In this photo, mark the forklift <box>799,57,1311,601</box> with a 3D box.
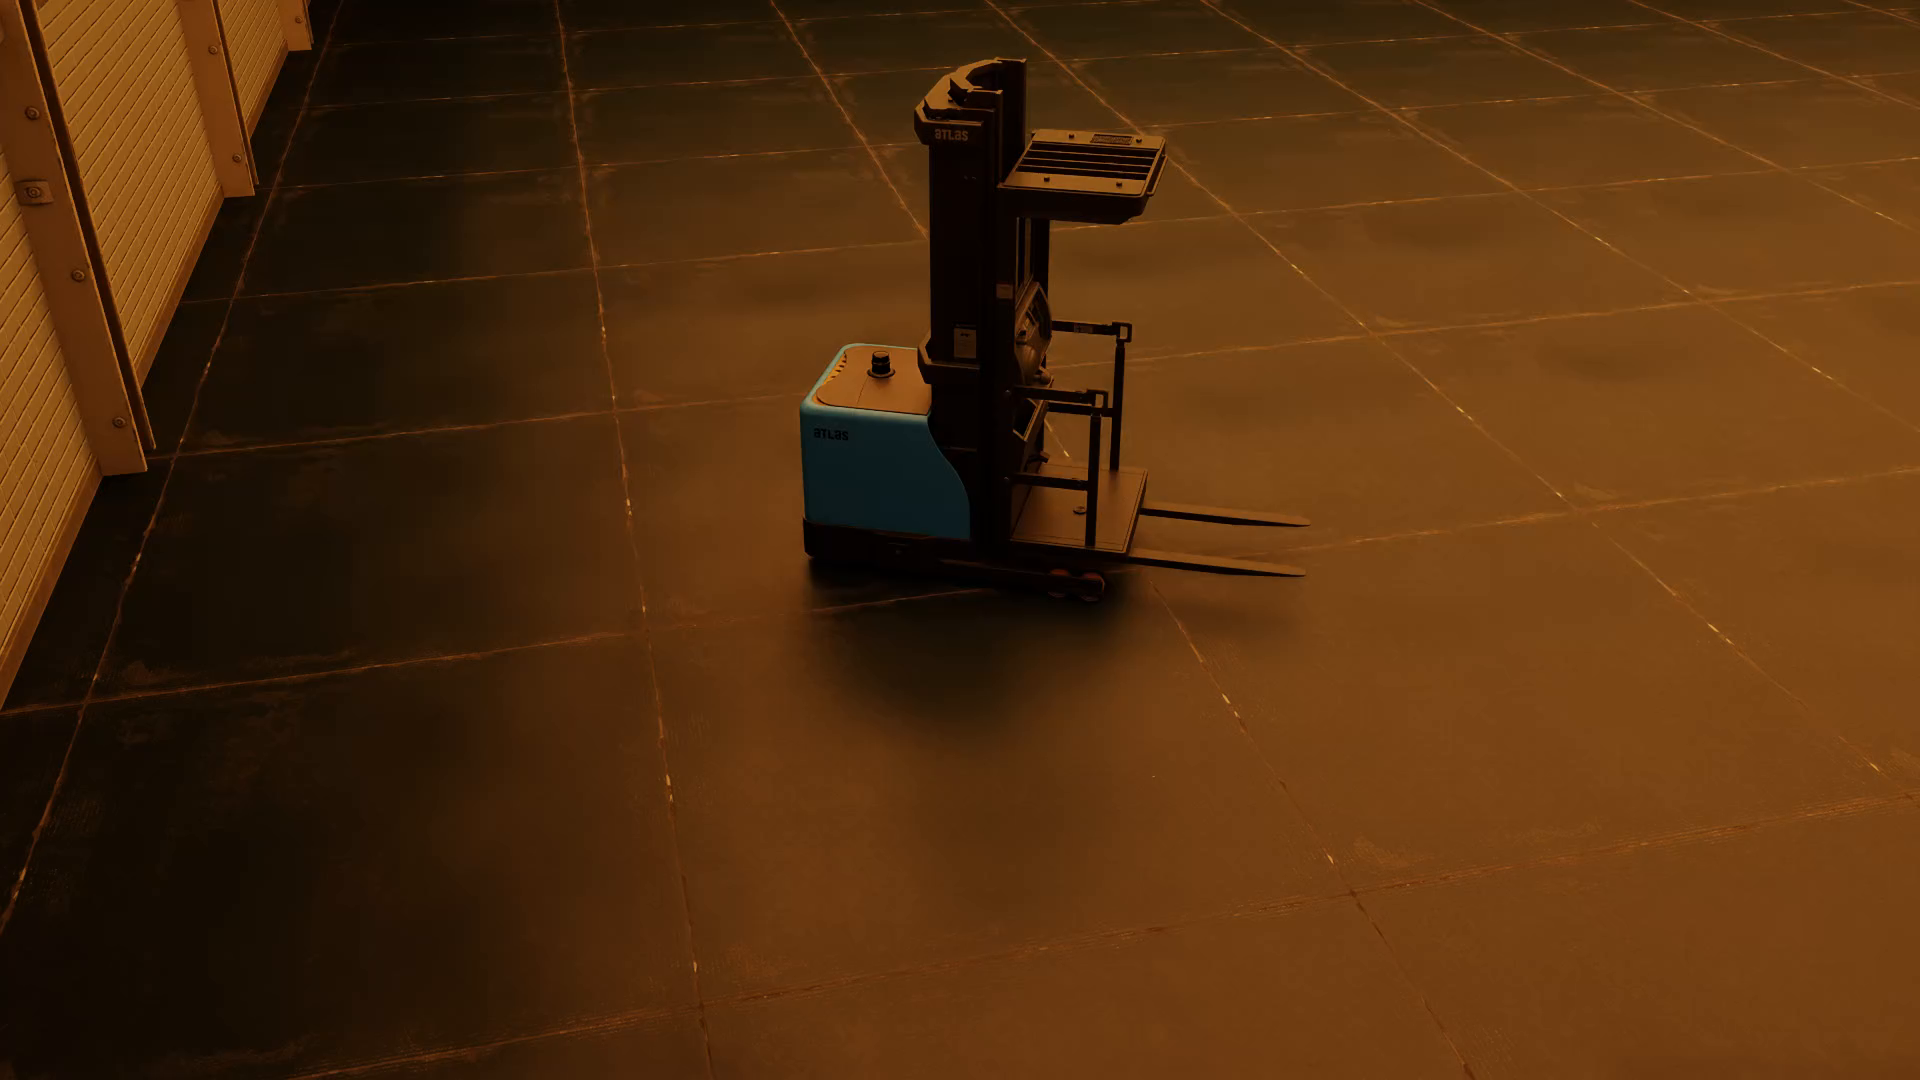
[{"bbox_3d":[0.612,-1.199,9.646,3.031,2.935,1.130,6,31,11],"label":"forklift"}]
